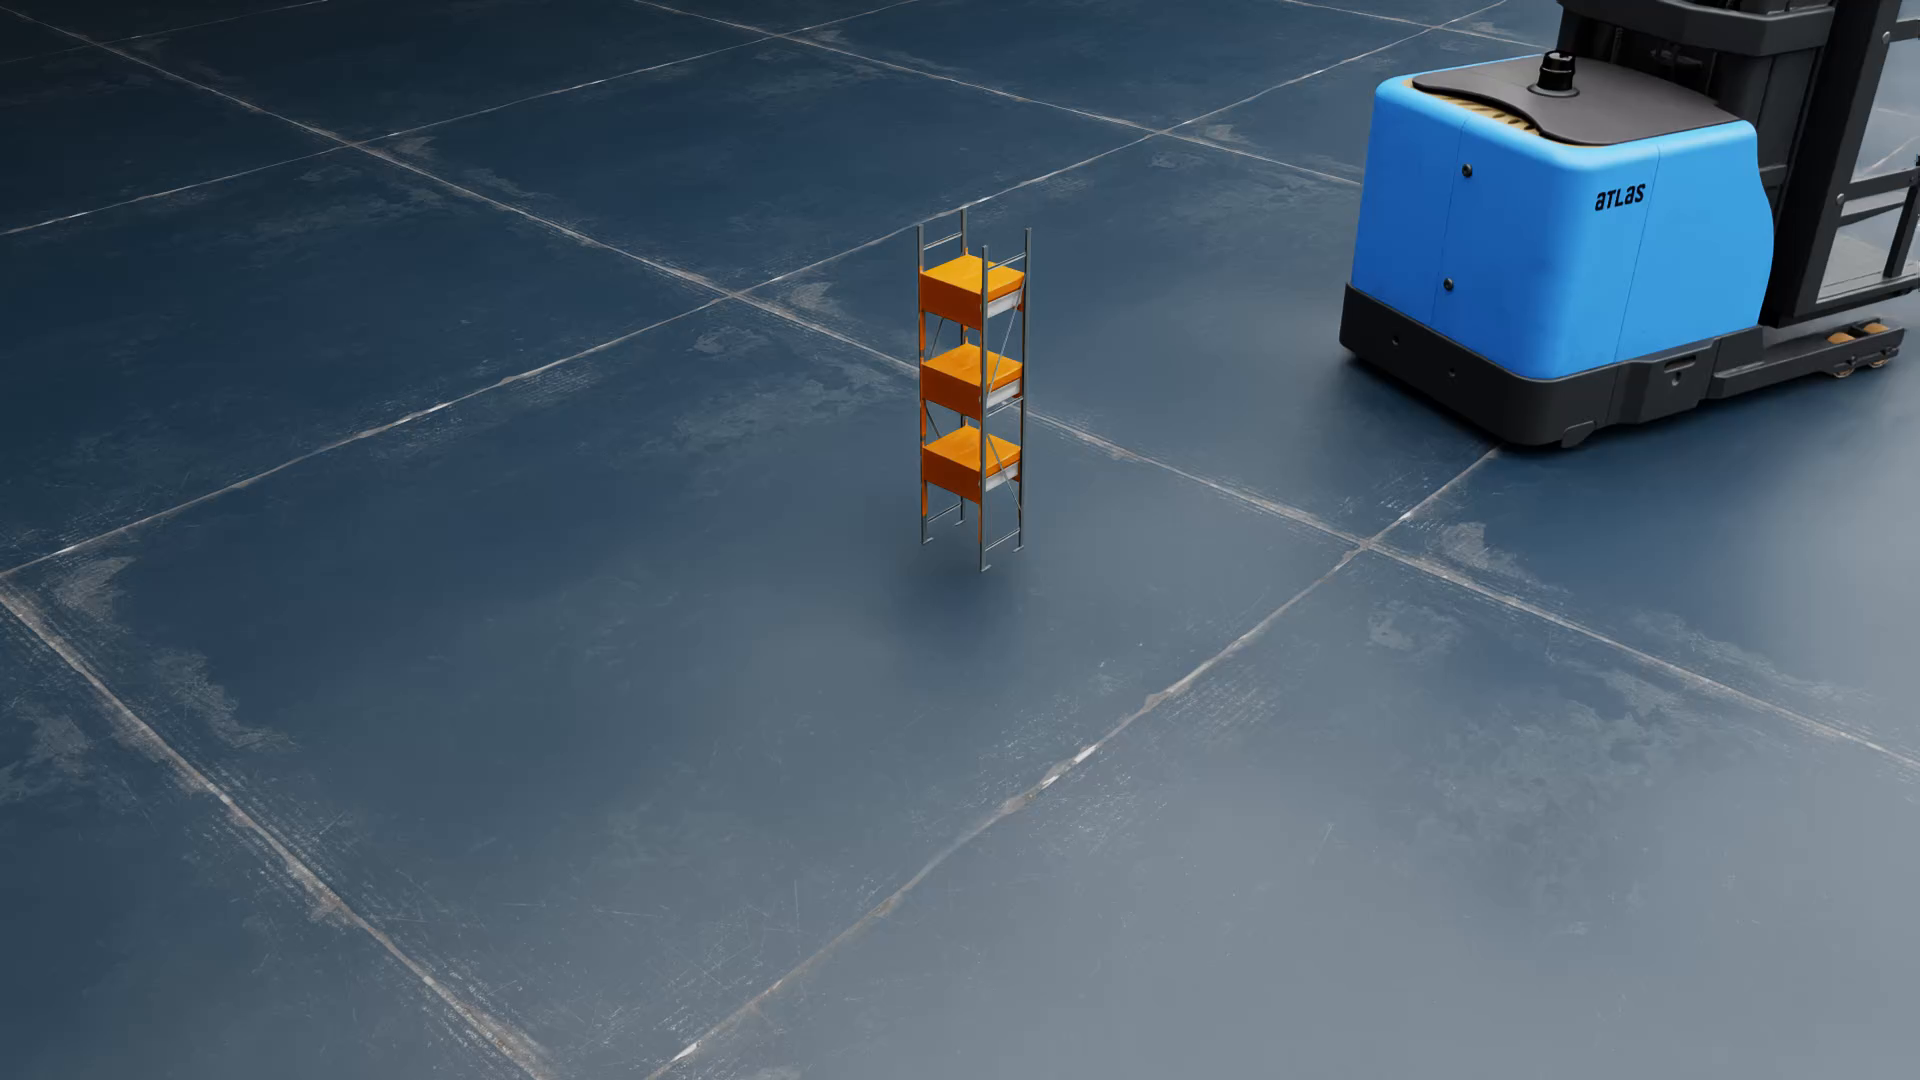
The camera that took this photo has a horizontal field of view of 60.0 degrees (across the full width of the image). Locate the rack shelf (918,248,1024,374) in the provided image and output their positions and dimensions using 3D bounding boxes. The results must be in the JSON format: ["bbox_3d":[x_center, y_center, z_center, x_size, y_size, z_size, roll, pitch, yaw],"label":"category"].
[{"bbox_3d":[0.040,-0.665,4.808,0.240,0.259,0.215,25,39,35],"label":"rack shelf"}]

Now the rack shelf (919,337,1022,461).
[{"bbox_3d":[0.040,-0.422,4.954,0.240,0.259,0.215,25,39,35],"label":"rack shelf"}]

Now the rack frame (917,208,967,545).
[{"bbox_3d":[-0.051,-0.473,5.019,0.008,1.050,0.200,25,39,35],"label":"rack frame"}]

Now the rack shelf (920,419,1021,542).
[{"bbox_3d":[0.040,-0.184,5.097,0.240,0.259,0.215,25,39,35],"label":"rack shelf"}]

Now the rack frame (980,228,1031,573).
[{"bbox_3d":[0.130,-0.389,4.878,0.008,1.050,0.200,25,39,35],"label":"rack frame"}]

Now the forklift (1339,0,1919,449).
[{"bbox_3d":[3.003,-2.093,5.885,3.031,2.935,1.130,-15,34,-23],"label":"forklift"}]

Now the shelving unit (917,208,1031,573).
[{"bbox_3d":[0.040,-0.431,4.948,0.252,1.050,0.215,25,39,35],"label":"shelving unit"}]
